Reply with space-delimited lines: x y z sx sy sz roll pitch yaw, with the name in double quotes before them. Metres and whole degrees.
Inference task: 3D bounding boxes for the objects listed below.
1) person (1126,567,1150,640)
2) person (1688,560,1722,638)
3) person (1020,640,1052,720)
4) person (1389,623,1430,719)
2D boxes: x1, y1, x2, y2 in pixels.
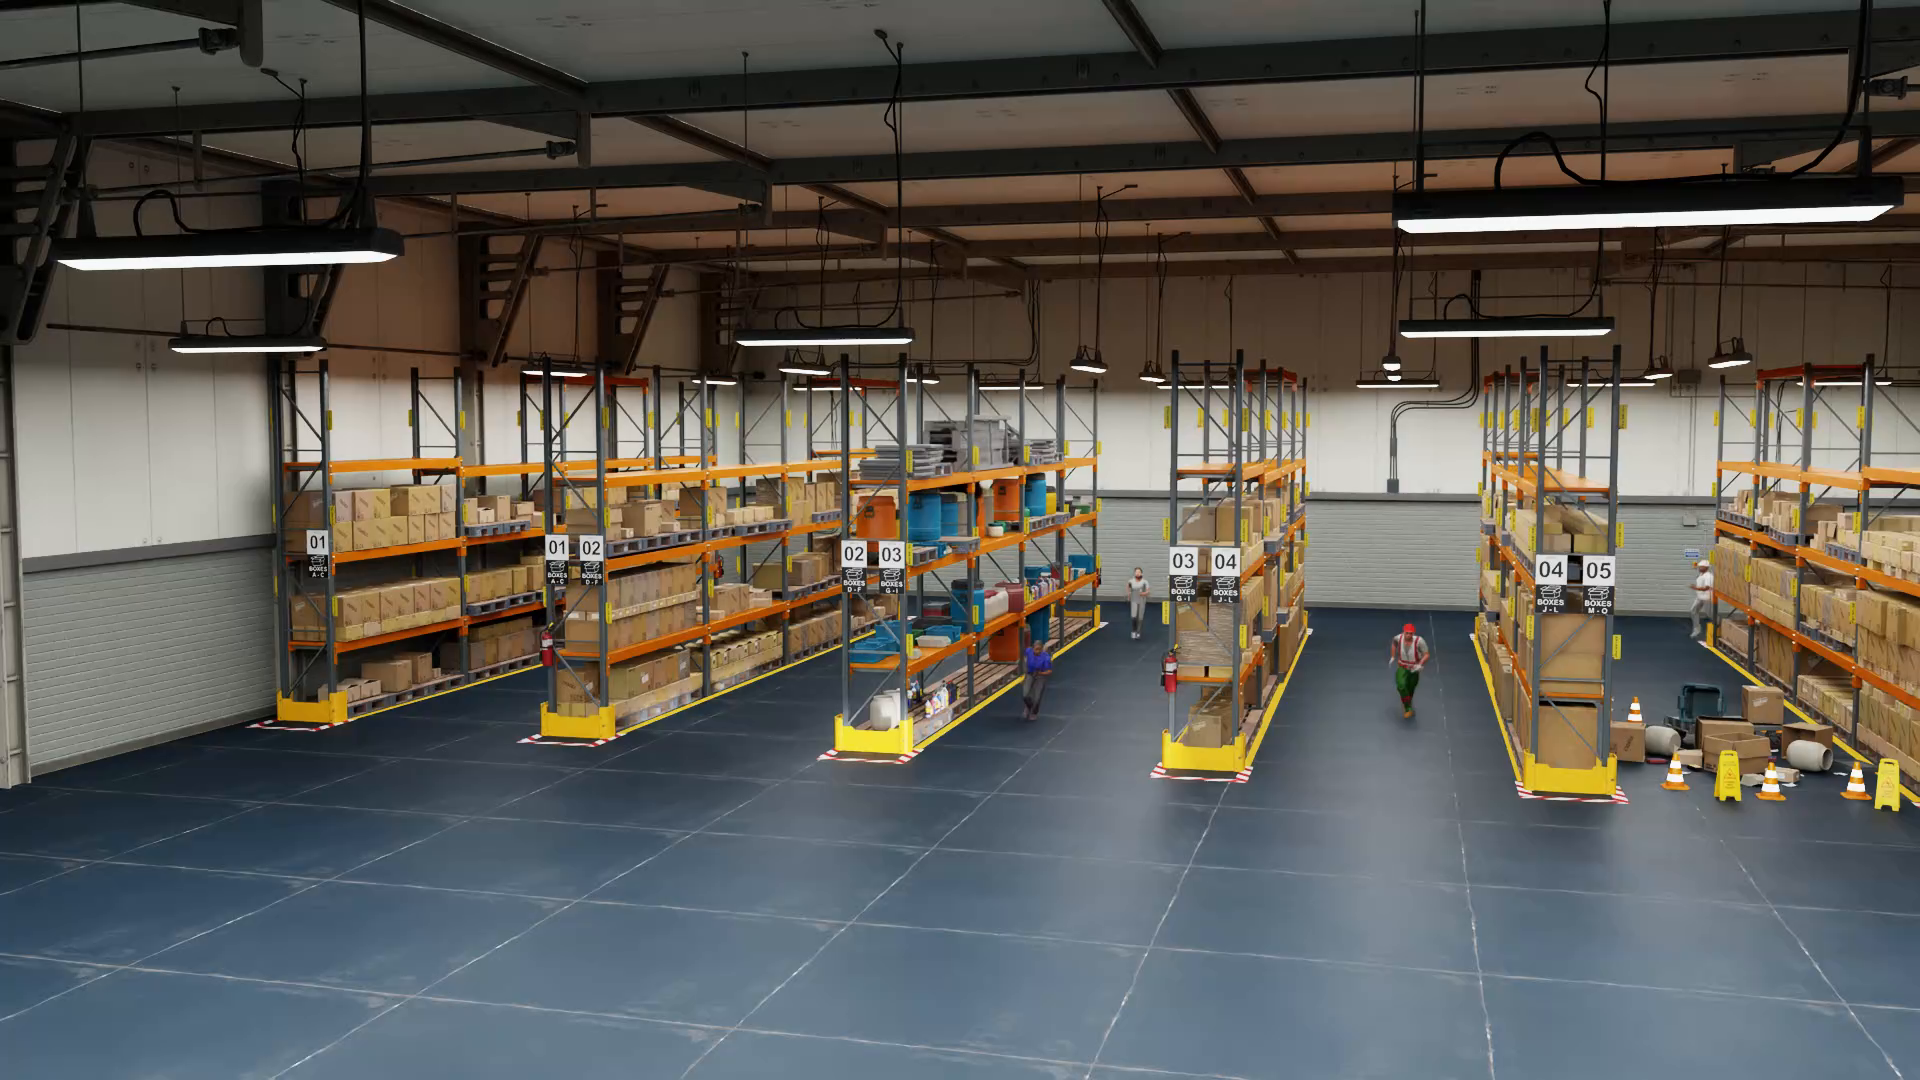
"person" 4.052 1.444 37.852 0.544 1.647 0.662 1 4 7
"person" 17.116 1.375 38.197 0.856 1.826 0.680 0 4 5
"person" 1.239 2.314 27.453 0.598 1.412 0.972 1 4 9
"person" 7.631 2.171 28.210 0.676 1.626 1.131 1 4 20
